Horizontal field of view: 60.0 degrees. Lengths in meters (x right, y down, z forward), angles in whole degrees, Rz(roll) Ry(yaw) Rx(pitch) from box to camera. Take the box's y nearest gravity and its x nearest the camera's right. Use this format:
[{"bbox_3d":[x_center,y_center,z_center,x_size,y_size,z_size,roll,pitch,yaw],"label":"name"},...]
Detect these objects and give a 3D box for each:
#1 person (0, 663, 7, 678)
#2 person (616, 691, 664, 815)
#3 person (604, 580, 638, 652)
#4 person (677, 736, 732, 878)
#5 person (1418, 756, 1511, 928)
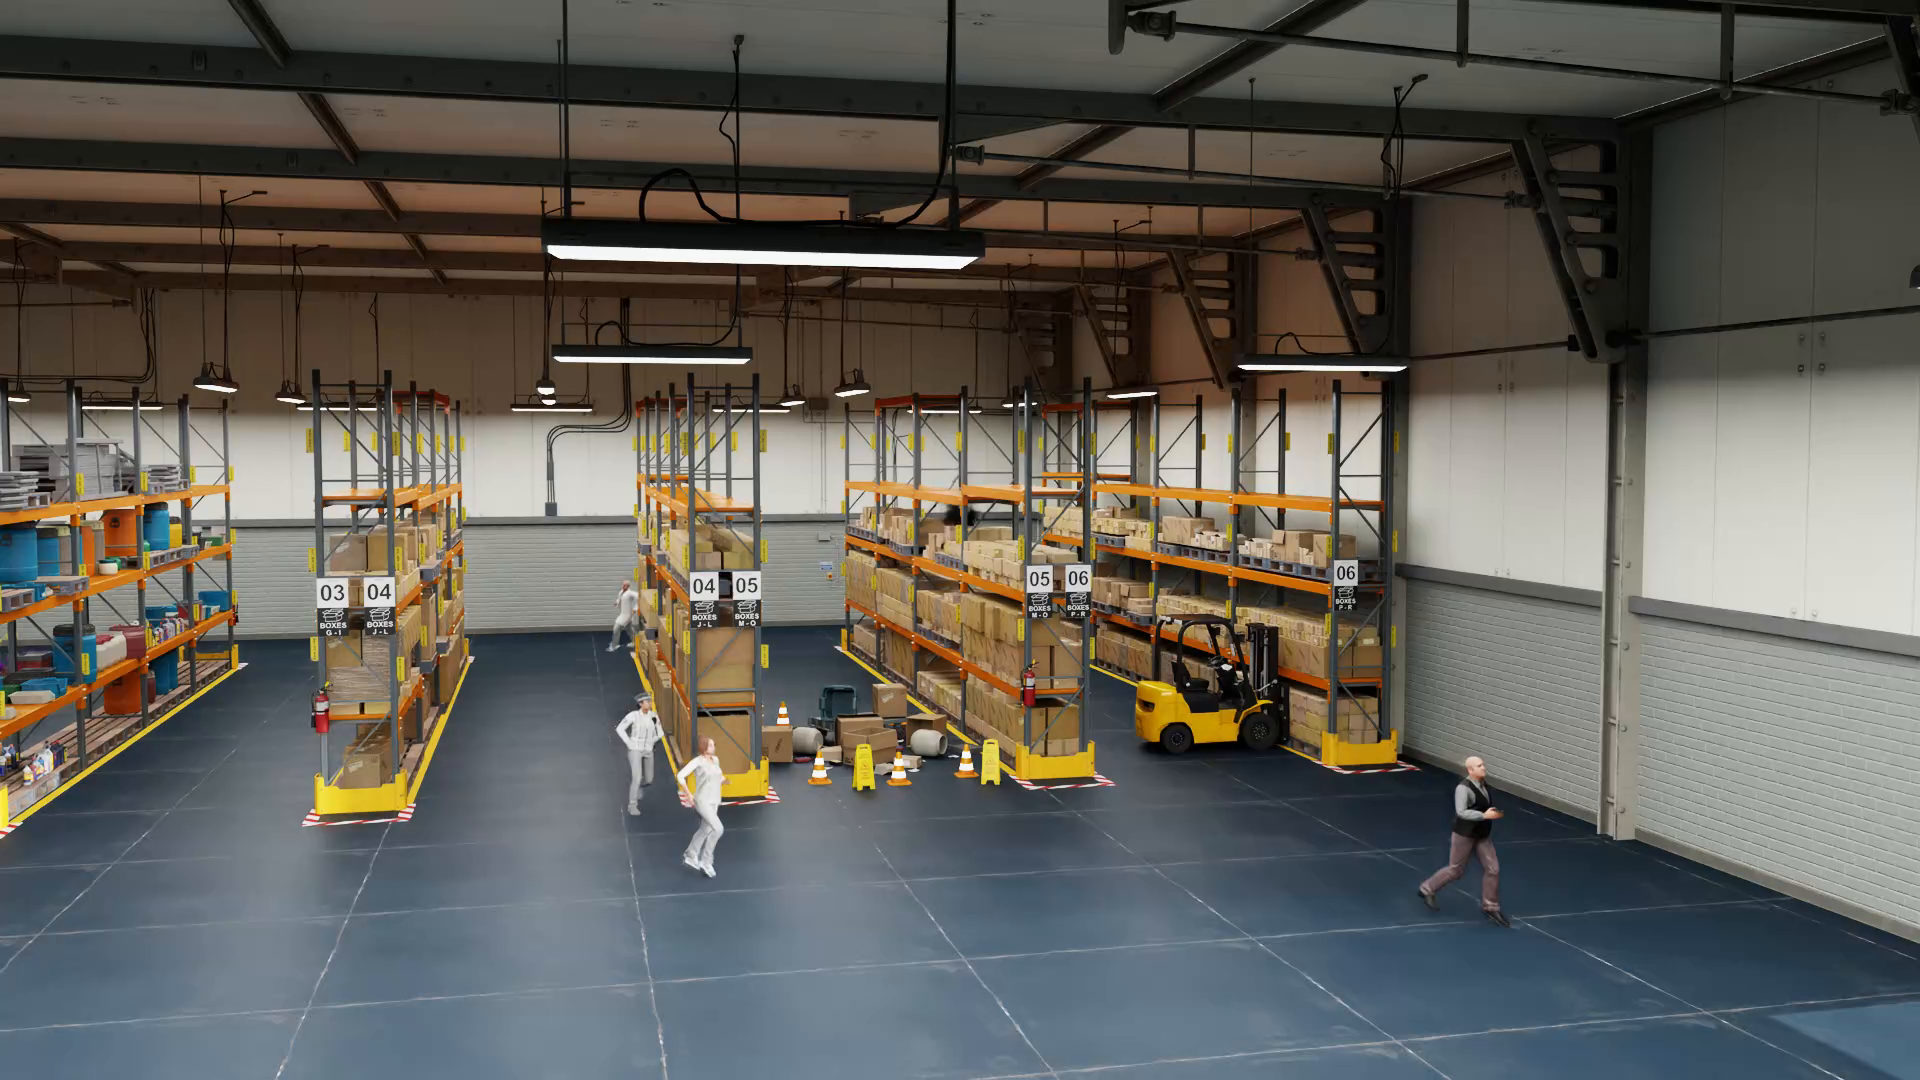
[{"bbox_3d":[-15.925,2.566,26.987,0.710,1.800,0.886,0,3,-5],"label":"person"},{"bbox_3d":[-4.366,2.892,22.815,0.647,1.651,0.729,-2,4,-35],"label":"person"},{"bbox_3d":[-8.047,1.836,40.139,0.954,1.770,0.828,-2,4,-35],"label":"person"},{"bbox_3d":[-2.936,3.091,19.306,0.685,1.637,0.503,2,4,25],"label":"person"},{"bbox_3d":[5.324,3.131,17.471,0.665,1.757,0.945,-3,4,-43],"label":"person"}]
